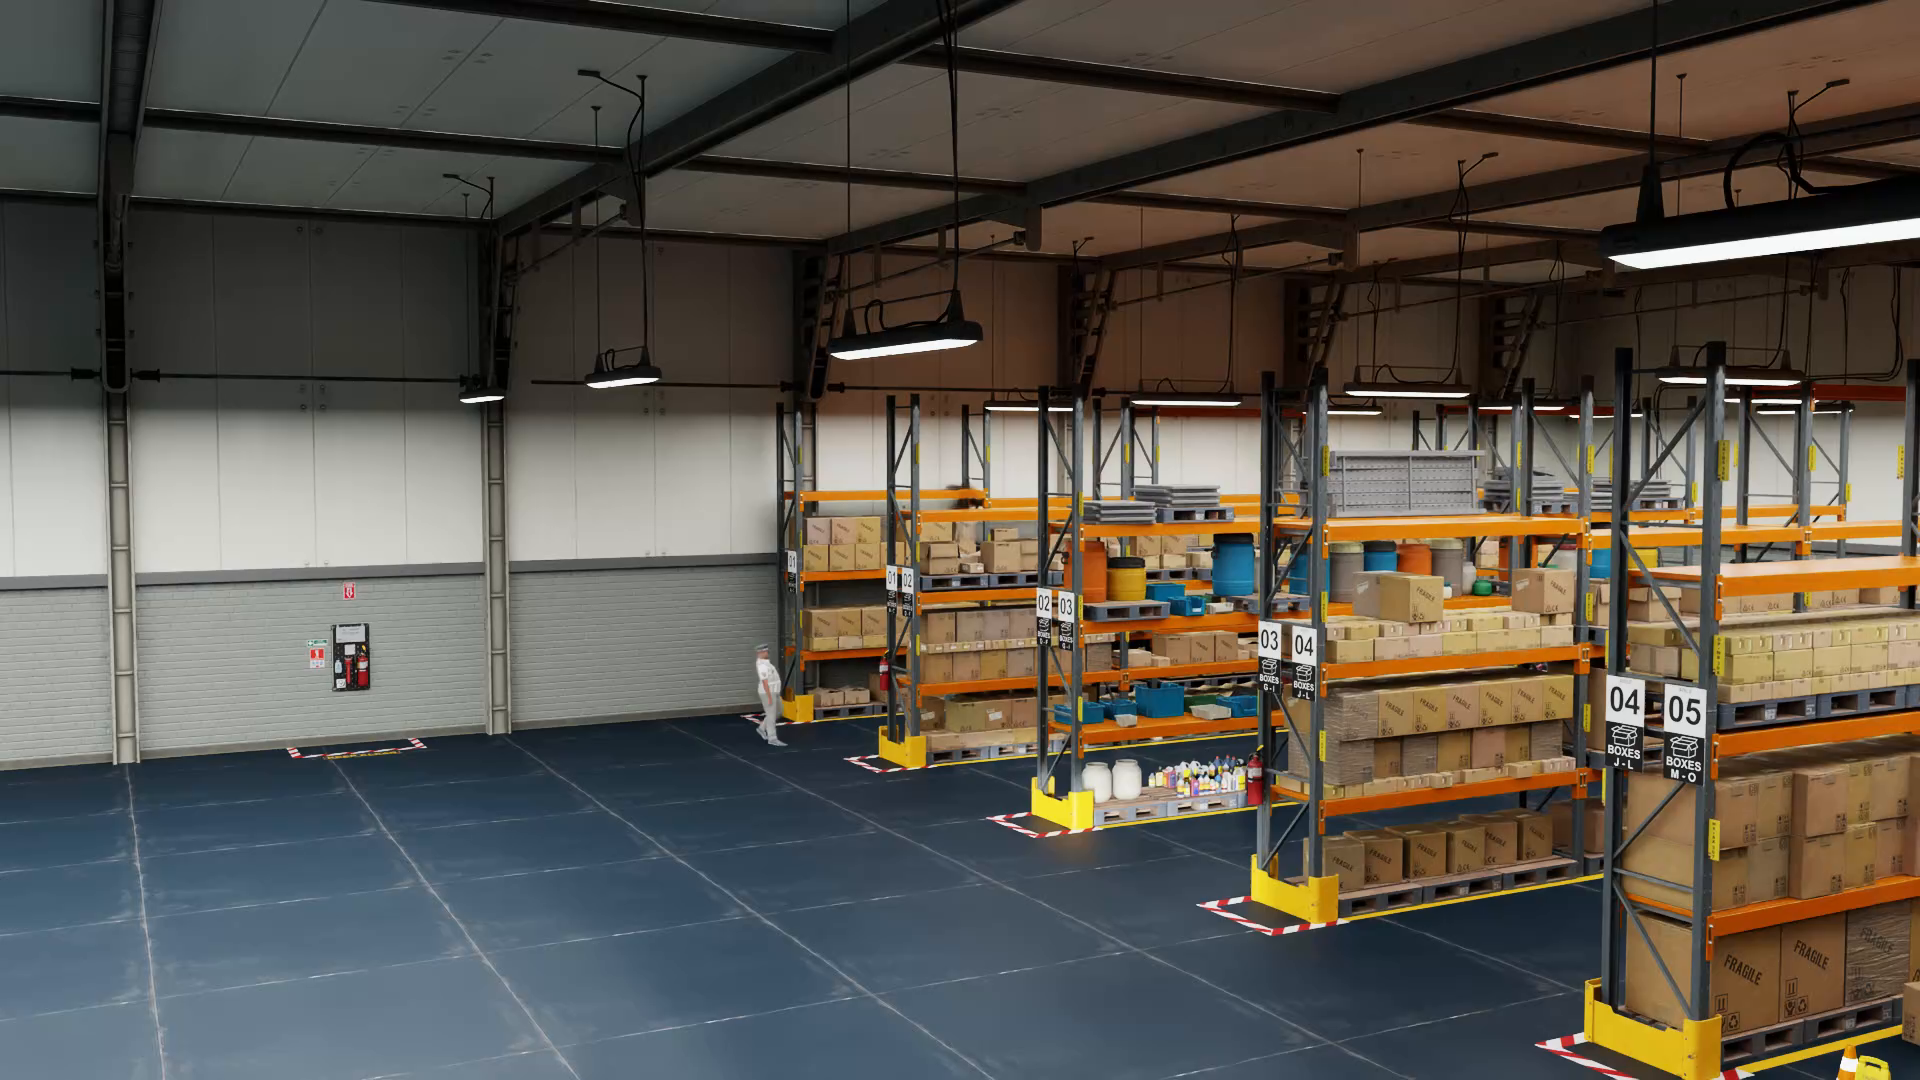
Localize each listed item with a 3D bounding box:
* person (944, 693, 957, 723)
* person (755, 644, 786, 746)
[{"bbox_3d":[-0.131,2.540,30.742,0.463,1.775,0.677,2,4,35],"label":"person"},{"bbox_3d":[-3.286,2.674,28.883,0.604,1.762,0.617,0,3,5],"label":"person"}]
